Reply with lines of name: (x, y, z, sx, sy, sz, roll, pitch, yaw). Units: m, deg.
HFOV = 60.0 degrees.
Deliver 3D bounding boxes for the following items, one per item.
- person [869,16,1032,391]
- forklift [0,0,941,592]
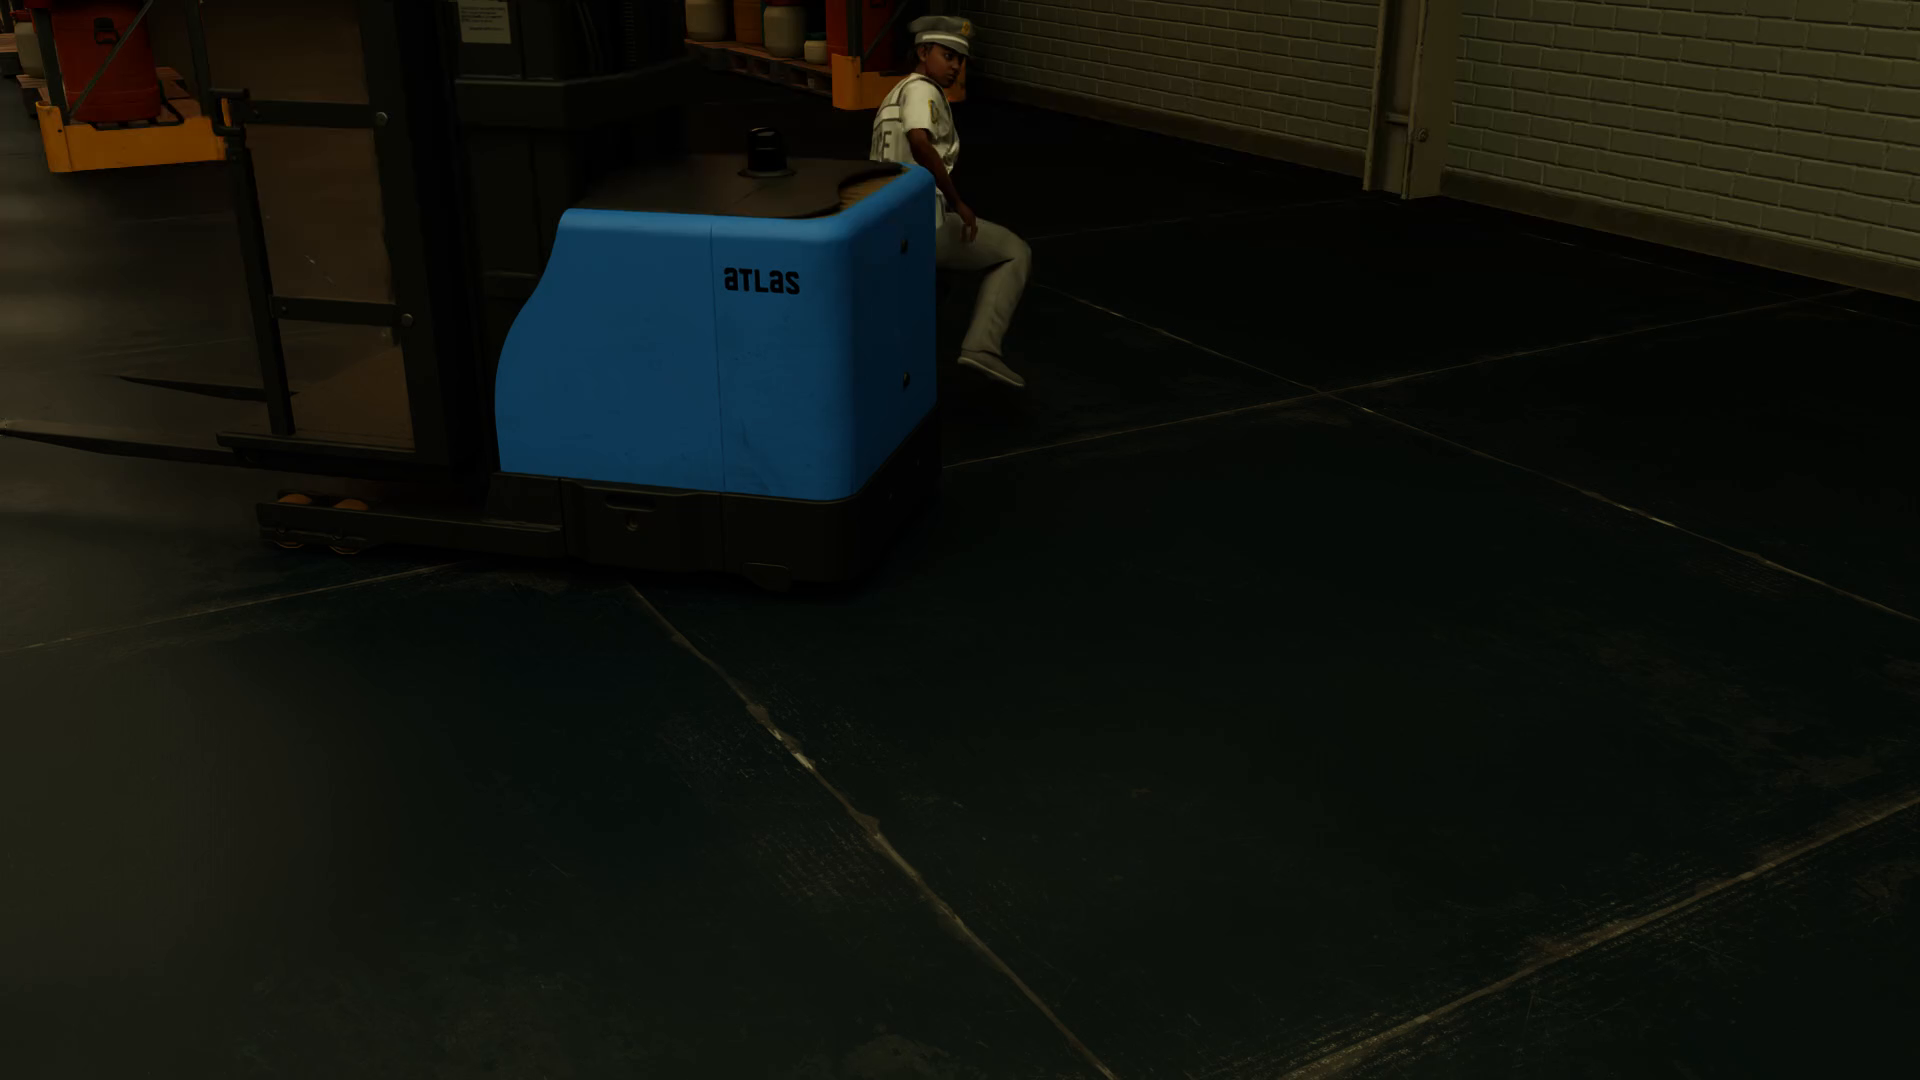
person: (-0.093, -1.221, 6.293, 0.644, 1.463, 0.792, -11, 25, -24)
forklift: (-1.636, -1.496, 4.920, 3.031, 2.935, 1.130, 6, 23, 13)
